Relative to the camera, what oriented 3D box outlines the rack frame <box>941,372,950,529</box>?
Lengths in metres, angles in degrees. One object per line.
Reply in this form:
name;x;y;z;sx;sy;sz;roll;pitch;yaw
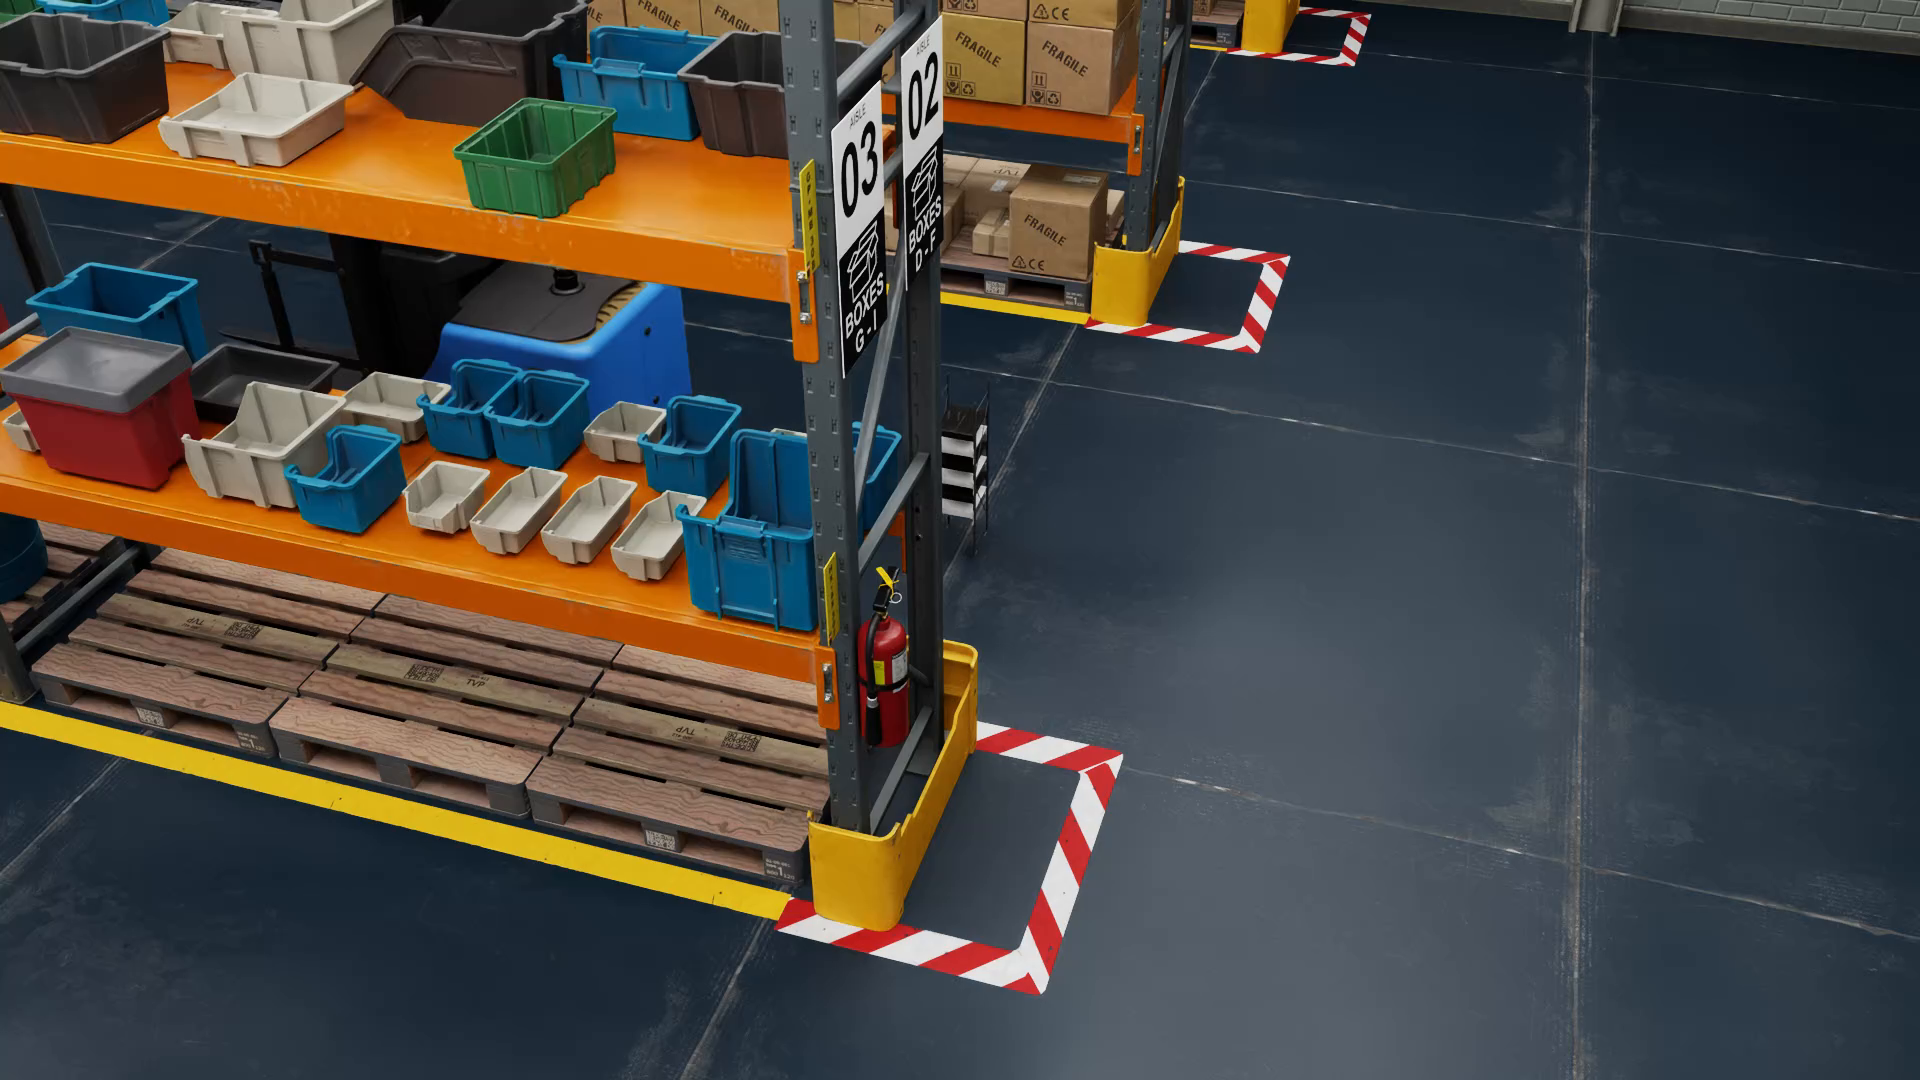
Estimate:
rack frame;-0.089;-0.379;8.191;0.006;0.900;0.240;10;38;14

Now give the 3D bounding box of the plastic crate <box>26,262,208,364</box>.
plastic crate;-3.546;-0.886;7.071;0.575;0.384;0.392;10;38;14

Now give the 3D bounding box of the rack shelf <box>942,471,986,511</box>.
rack shelf;0.008;-0.262;8.239;0.200;0.077;0.258;10;38;14

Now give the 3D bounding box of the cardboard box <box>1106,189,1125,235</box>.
cardboard box;0.909;-2.150;10.860;0.250;0.149;0.380;10;38;14

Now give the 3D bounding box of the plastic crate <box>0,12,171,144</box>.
plastic crate;-2.989;-1.538;5.575;0.590;0.269;0.497;10;38;14

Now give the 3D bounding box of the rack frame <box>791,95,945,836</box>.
rack frame;-0.275;-0.051;5.973;0.127;3.000;1.000;10;38;14

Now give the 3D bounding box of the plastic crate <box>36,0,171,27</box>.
plastic crate;-3.129;-1.918;6.121;0.300;0.233;0.416;10;38;14

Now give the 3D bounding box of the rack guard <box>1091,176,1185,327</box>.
rack guard;1.133;-1.859;10.540;0.348;0.500;1.175;10;38;14

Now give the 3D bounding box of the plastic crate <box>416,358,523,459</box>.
plastic crate;-1.956;-0.523;6.706;0.300;0.233;0.416;10;38;14

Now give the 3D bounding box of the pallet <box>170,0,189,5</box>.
pallet;-4.573;-3.848;11.295;1.213;0.211;1.003;10;38;14

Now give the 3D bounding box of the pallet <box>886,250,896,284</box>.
pallet;-0.789;-2.100;11.110;1.213;0.211;1.003;10;38;14

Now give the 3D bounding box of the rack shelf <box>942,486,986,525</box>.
rack shelf;0.008;-0.189;8.293;0.200;0.077;0.258;10;38;14

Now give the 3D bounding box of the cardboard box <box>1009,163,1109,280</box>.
cardboard box;0.613;-1.980;10.332;0.500;0.500;0.500;10;38;14

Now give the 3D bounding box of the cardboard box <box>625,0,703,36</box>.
cardboard box;-1.717;-3.267;10.259;0.500;0.500;0.500;11;38;15

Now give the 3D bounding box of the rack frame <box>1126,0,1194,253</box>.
rack frame;1.206;-2.853;9.780;0.127;3.000;1.000;10;38;14

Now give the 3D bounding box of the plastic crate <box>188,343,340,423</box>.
plastic crate;-2.944;-0.625;6.936;0.590;0.125;0.437;10;38;14

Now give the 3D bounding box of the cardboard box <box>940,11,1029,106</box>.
cardboard box;0.201;-2.908;9.771;0.500;0.500;0.500;11;38;14

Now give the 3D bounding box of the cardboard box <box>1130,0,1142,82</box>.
cardboard box;0.861;-3.121;10.060;0.500;0.500;0.500;11;38;15

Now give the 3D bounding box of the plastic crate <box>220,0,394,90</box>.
plastic crate;-2.298;-1.777;5.889;0.530;0.282;0.437;10;38;14

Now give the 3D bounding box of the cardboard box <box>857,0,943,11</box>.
cardboard box;-0.280;-3.397;9.591;0.500;0.500;0.500;11;38;15

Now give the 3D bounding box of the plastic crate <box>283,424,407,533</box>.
plastic crate;-2.312;-0.225;6.301;0.300;0.233;0.416;10;38;14

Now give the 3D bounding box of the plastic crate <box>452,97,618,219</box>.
plastic crate;-1.301;-1.186;5.164;0.336;0.188;0.450;10;38;14

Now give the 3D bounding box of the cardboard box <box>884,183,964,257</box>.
cardboard box;-0.285;-2.064;10.657;0.500;0.250;0.500;10;38;14

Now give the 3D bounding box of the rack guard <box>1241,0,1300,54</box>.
rack guard;2.702;-4.645;14.324;0.348;0.500;1.175;10;38;14

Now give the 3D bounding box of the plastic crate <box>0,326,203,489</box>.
plastic crate;-3.315;-0.508;6.490;0.583;0.464;0.402;10;38;14

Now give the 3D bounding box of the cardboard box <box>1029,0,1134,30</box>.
cardboard box;0.699;-3.219;9.350;0.500;0.500;0.500;10;38;13

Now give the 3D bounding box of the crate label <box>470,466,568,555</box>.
crate label;-1.653;-0.105;6.219;0.243;0.136;0.396;10;38;14

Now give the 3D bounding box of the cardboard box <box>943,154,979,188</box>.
cardboard box;-0.183;-2.356;11.054;0.500;0.250;0.500;10;38;14

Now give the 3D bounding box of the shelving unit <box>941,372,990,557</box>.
shelving unit;0.008;-0.361;8.166;0.210;0.900;0.258;10;38;14

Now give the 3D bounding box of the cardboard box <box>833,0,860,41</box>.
cardboard box;-0.755;-3.088;10.016;0.500;0.500;0.500;10;38;13

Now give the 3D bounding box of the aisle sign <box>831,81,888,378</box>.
aisle sign;-0.293;-0.919;4.960;0.004;0.787;0.394;10;38;14

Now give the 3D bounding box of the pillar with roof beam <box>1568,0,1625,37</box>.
pillar with roof beam;4.231;-5.649;8.518;0.400;9.000;9.100;10;38;14

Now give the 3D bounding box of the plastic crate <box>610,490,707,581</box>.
plastic crate;-1.107;-0.010;6.090;0.243;0.136;0.396;10;38;14

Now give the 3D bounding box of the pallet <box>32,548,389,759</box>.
pallet;-3.379;0.473;7.614;1.213;0.211;1.003;10;38;14

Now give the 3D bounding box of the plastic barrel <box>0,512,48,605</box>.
plastic barrel;-4.607;-0.188;7.575;0.708;0.901;0.600;10;38;14

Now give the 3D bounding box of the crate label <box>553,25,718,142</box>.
crate label;-1.059;-1.545;5.598;0.502;0.251;0.408;10;38;14

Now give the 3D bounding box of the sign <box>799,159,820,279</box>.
sign;-0.423;-0.903;4.689;0.005;0.325;0.100;10;38;14

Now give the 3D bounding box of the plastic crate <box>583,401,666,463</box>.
plastic crate;-1.341;-0.422;6.650;0.298;0.136;0.250;10;38;14

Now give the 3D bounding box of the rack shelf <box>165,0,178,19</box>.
rack shelf;-4.521;-3.623;11.434;4.000;0.370;1.077;10;38;14

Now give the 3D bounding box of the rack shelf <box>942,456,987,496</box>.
rack shelf;0.008;-0.334;8.186;0.200;0.077;0.258;10;38;14

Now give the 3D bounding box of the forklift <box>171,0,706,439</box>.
forklift;-2.943;-1.753;8.344;3.031;2.935;1.130;12;38;16

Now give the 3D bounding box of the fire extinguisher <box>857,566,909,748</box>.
fire extinguisher;-0.266;0.414;5.721;0.183;0.674;0.296;10;38;14

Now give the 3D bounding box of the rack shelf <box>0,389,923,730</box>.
rack shelf;-2.184;-0.115;6.667;4.000;0.370;1.077;10;38;14

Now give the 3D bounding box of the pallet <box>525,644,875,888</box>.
pallet;-1.050;0.905;7.028;1.213;0.211;1.003;10;38;14

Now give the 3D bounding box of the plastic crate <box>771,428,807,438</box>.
plastic crate;-0.694;-0.302;6.487;0.298;0.136;0.250;10;38;14
